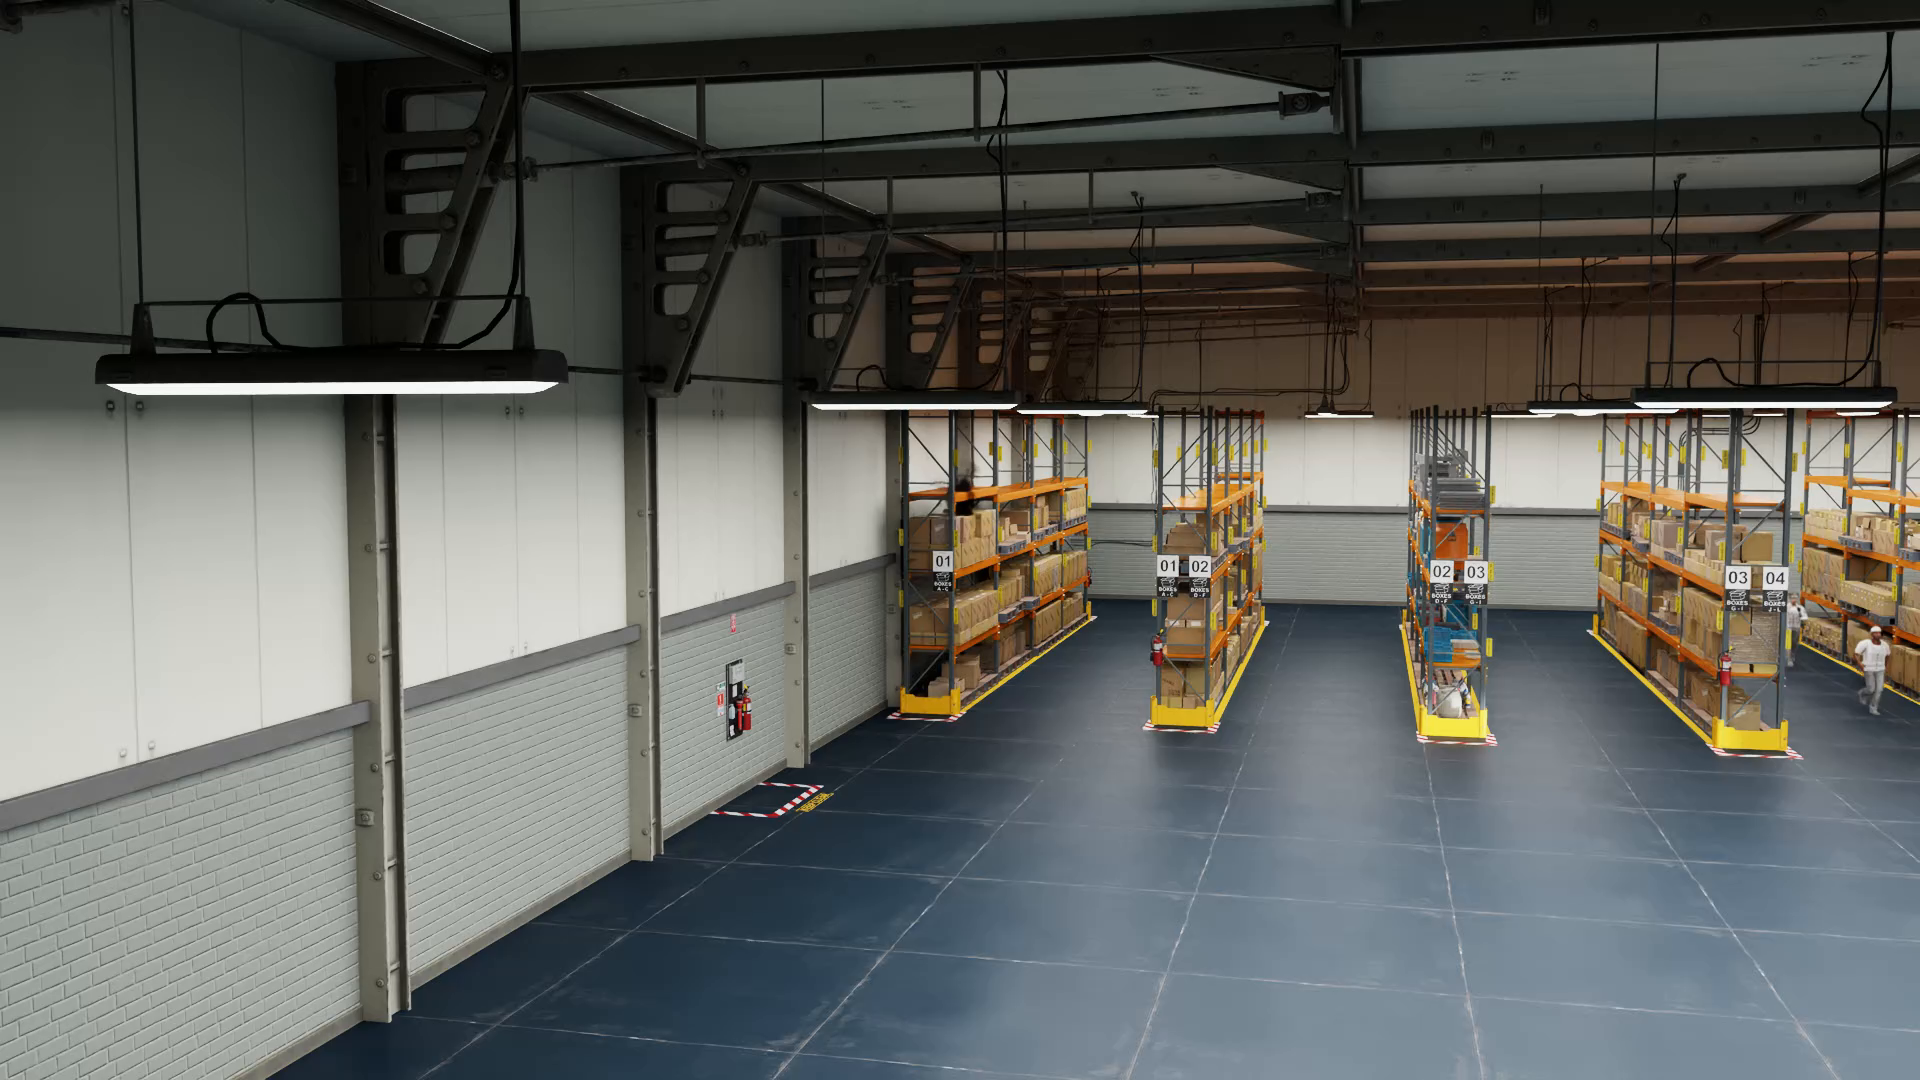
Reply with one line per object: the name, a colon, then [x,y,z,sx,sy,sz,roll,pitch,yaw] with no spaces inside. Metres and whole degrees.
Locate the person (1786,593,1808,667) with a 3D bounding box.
person: [19.455,2.064,38.847,0.614,1.690,0.886,1,4,18]

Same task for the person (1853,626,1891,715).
person: [17.874,2.538,32.564,0.697,1.725,0.677,0,4,6]

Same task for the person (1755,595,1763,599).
person: [21.110,1.709,44.022,0.619,1.750,0.725,-1,4,-16]
